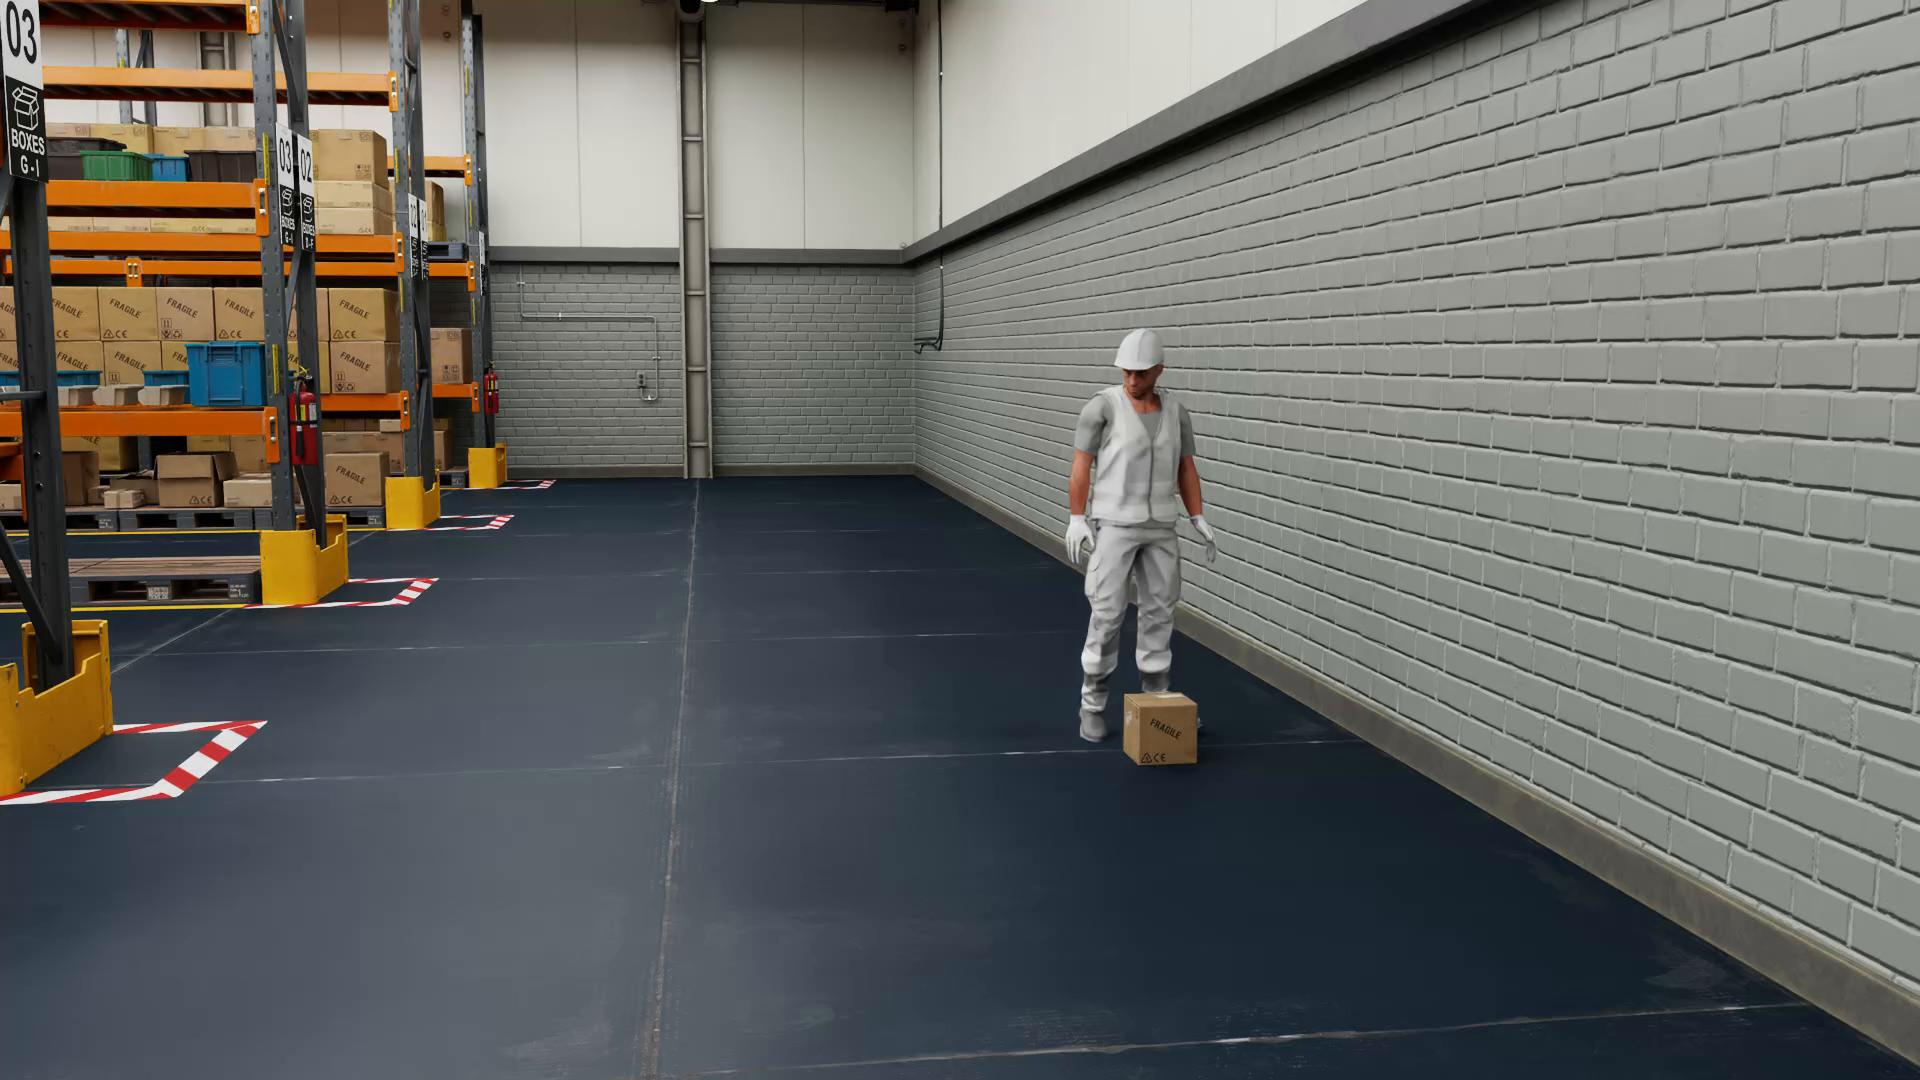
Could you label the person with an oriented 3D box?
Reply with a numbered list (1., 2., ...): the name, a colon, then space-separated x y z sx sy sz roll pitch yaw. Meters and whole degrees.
1. person: 0.805 -0.026 7.333 0.662 1.803 0.385 -3 7 -24
